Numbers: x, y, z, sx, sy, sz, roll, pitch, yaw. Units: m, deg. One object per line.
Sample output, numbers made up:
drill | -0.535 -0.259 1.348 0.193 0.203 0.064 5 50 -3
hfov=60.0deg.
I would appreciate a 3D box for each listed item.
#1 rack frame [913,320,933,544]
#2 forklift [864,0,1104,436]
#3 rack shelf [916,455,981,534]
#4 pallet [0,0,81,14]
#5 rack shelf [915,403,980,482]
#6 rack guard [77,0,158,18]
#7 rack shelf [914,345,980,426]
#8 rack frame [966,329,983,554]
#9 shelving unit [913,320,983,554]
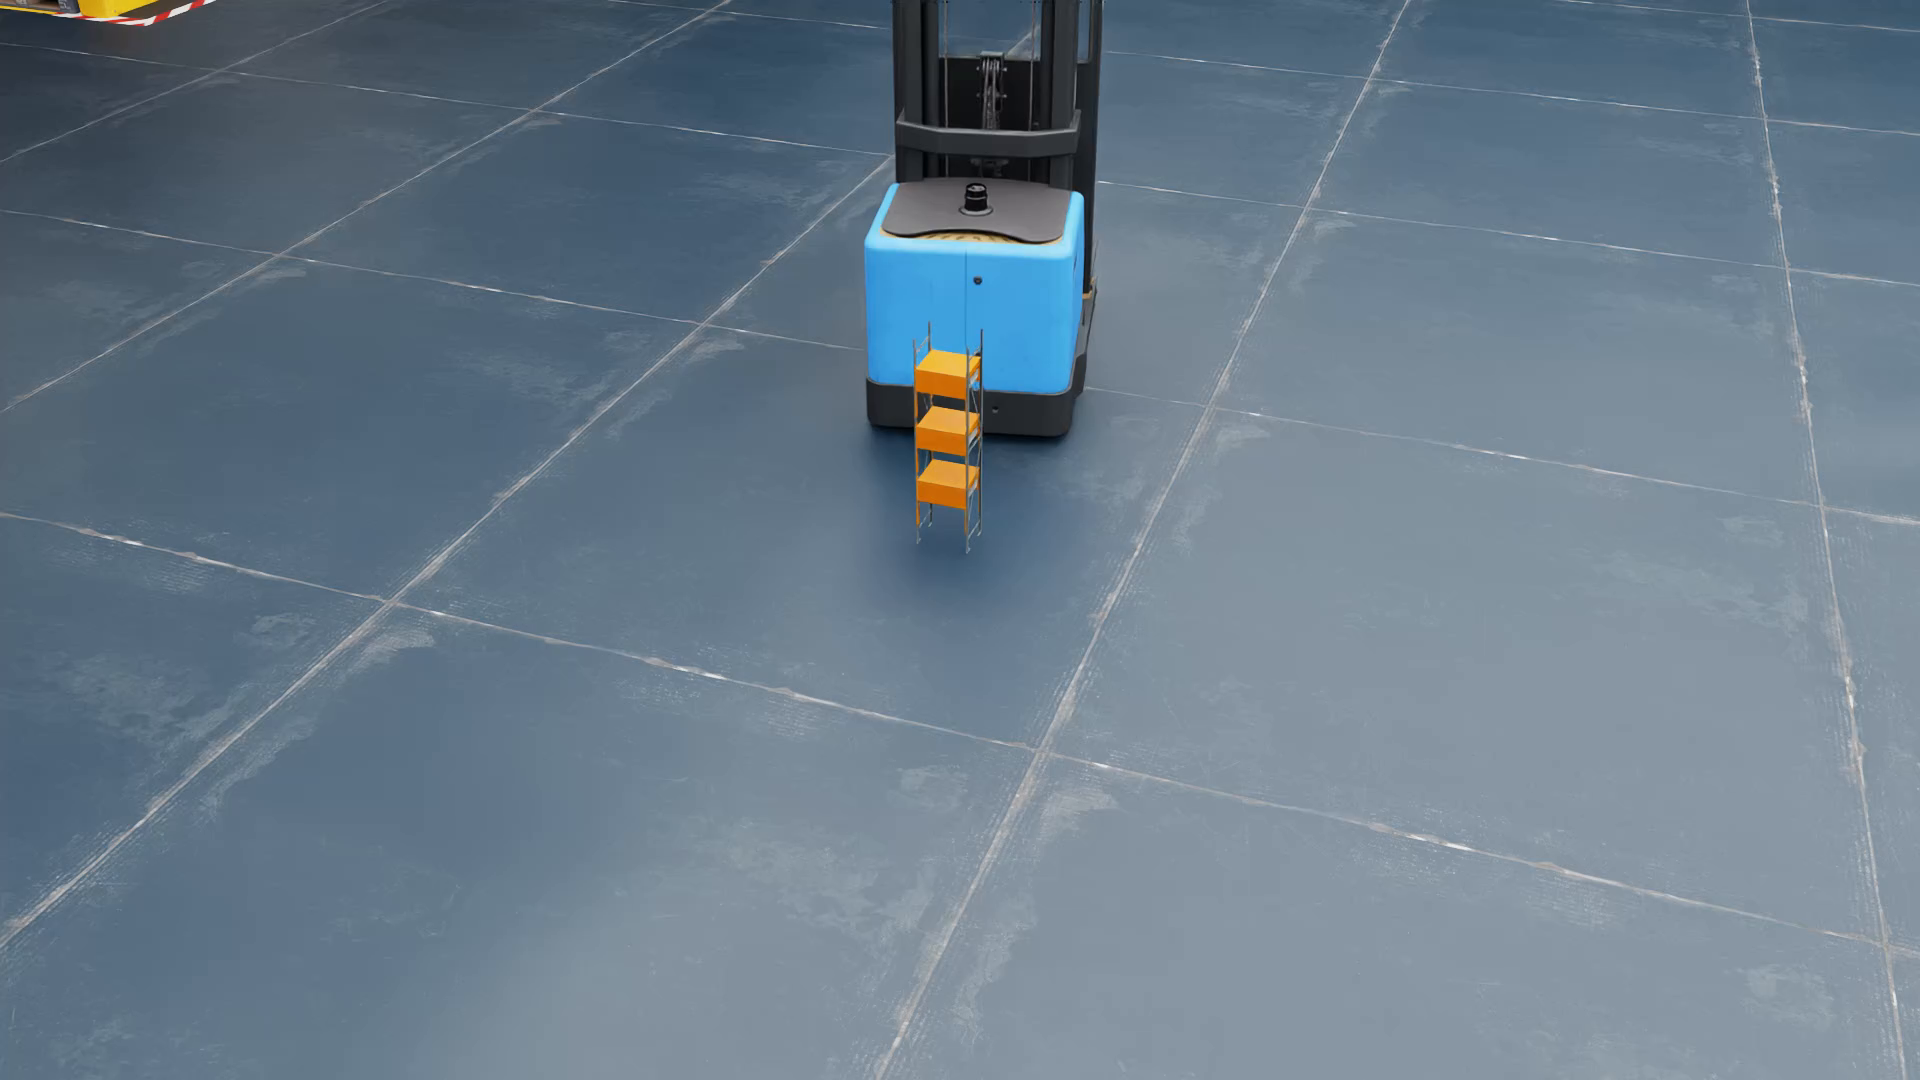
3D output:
rack frame | -0.165 -0.473 7.515 0.008 1.050 0.200 11 34 16
forklift | 0.225 -2.540 8.981 1.130 2.935 3.031 4 33 6
rack shelf | -0.050 -0.208 7.637 0.240 0.259 0.215 11 34 16
pallet | -8.482 -5.252 15.689 1.213 0.211 1.003 11 34 16
rack shelf | -0.050 -0.442 7.486 0.240 0.259 0.215 11 34 16
rack guard | -7.681 -5.262 15.439 0.348 0.500 1.175 11 34 16
rack shelf | -0.050 -0.680 7.332 0.240 0.259 0.215 11 34 16
rack frame | 0.064 -0.429 7.446 0.008 1.050 0.200 11 34 16
shelving unit | -0.050 -0.451 7.480 0.252 1.050 0.215 11 34 16
